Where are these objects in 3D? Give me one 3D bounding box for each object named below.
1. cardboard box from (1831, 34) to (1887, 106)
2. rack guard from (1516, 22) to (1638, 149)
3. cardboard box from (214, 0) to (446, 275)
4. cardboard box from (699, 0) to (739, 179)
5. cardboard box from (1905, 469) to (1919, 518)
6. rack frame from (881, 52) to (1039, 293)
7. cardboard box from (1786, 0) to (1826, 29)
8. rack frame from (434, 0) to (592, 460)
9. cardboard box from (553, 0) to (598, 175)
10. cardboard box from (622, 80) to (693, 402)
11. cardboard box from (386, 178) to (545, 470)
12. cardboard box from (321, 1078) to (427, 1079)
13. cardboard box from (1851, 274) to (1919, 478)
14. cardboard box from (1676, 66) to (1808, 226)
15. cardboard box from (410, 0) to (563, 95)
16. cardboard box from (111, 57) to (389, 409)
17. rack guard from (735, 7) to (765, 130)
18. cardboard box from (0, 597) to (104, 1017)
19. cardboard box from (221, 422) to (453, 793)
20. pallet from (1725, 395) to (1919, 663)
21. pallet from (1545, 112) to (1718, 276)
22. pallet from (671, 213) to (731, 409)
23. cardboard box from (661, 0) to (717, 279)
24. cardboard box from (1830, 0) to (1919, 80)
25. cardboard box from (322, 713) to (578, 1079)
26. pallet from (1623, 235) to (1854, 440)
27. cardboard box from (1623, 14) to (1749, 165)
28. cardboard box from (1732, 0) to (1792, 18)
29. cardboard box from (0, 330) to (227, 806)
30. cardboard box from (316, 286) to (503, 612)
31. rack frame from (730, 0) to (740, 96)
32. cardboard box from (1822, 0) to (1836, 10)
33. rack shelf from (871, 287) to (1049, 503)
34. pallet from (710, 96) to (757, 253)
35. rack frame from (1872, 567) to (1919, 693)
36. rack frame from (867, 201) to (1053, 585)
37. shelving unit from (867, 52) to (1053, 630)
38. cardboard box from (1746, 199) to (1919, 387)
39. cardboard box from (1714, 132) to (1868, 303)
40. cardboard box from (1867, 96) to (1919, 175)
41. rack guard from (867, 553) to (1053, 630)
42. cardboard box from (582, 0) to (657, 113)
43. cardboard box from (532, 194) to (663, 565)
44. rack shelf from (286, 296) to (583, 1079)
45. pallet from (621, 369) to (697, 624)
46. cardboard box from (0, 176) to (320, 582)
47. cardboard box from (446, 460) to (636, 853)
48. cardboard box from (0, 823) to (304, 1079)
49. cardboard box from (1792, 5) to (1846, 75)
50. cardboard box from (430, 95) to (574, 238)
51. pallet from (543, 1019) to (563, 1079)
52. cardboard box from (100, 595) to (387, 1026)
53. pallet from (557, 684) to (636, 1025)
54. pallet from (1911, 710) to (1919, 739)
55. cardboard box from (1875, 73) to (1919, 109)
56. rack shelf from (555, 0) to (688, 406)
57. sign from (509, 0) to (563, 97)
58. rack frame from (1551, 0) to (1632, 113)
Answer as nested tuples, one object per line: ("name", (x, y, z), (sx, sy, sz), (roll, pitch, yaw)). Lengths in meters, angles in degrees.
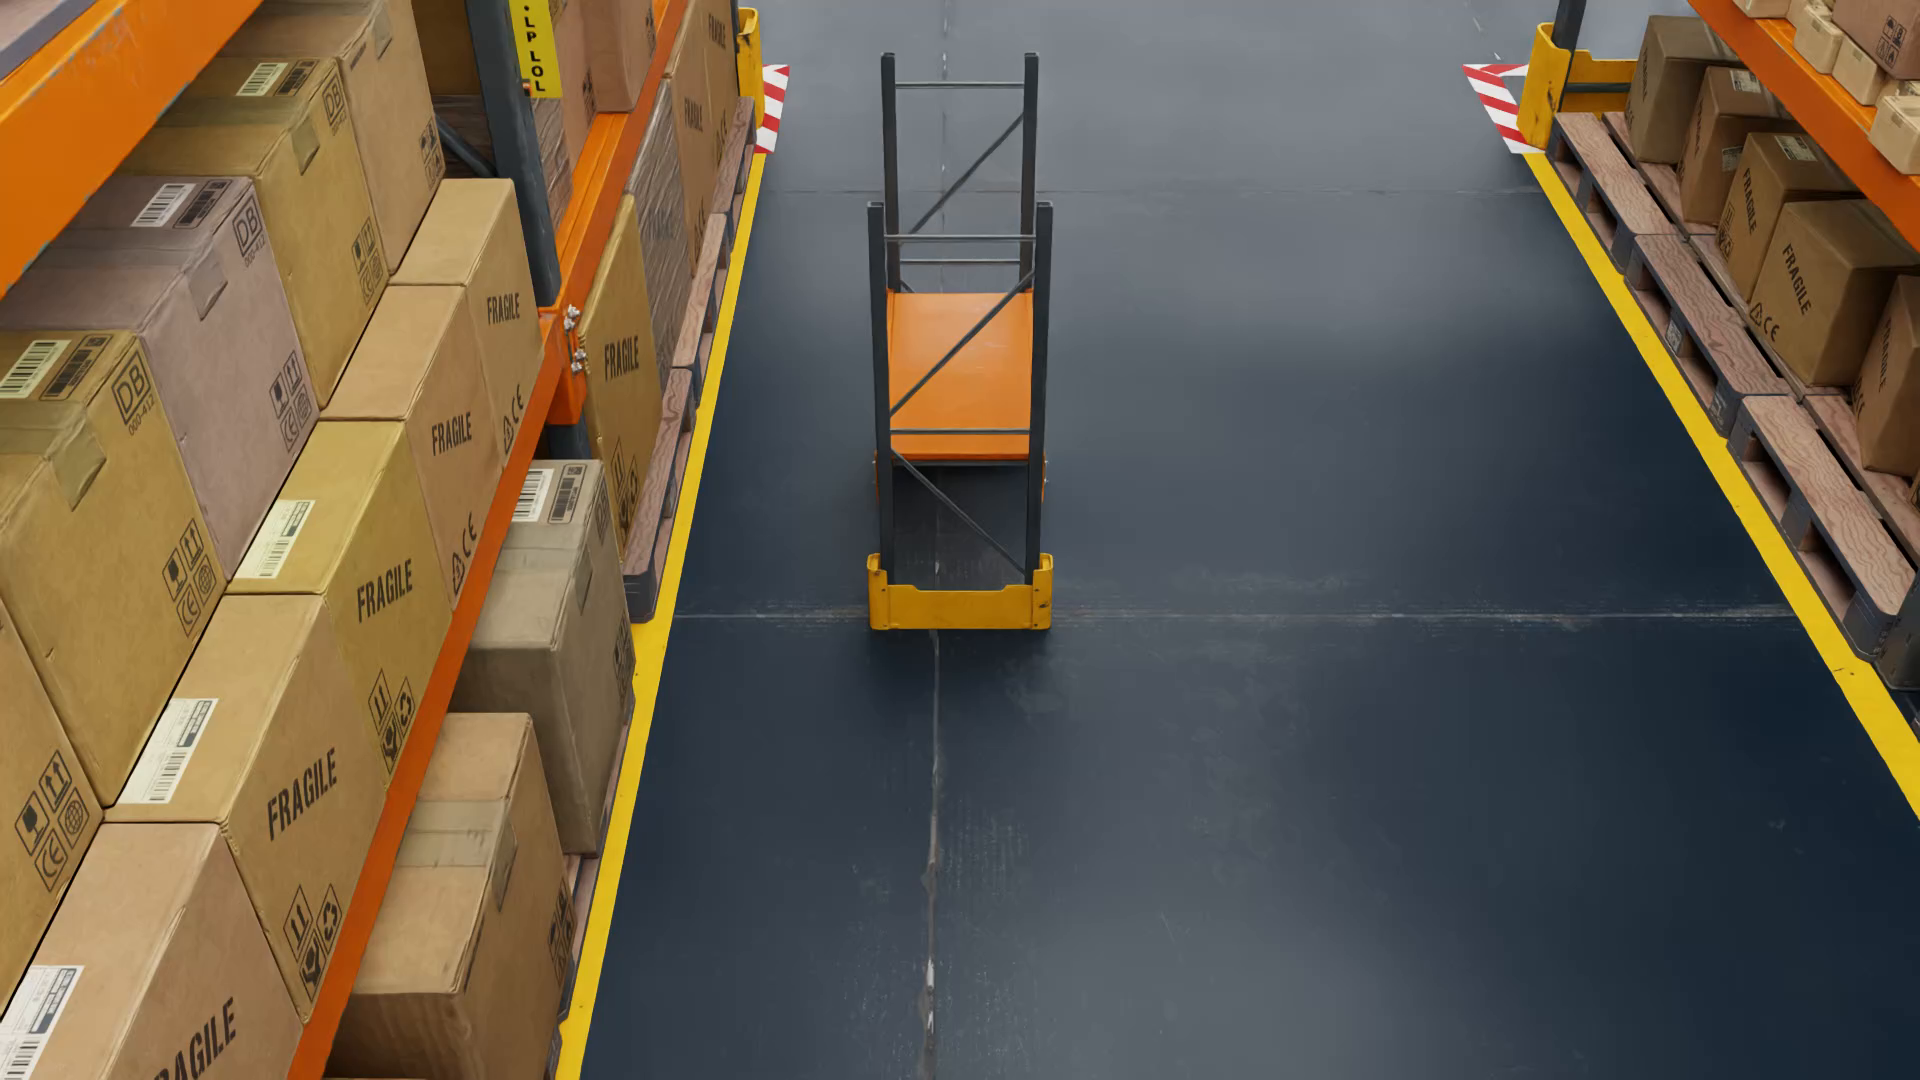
("cardboard box", (3.138, -1.555, 5.493), (0.380, 0.149, 0.250), (0, 39, 0))
("rack guard", (3.379, -2.215, 8.115), (1.175, 0.500, 0.348), (0, 39, 0))
("cardboard box", (-1.570, -0.915, 3.614), (0.700, 0.500, 0.500), (-1, 39, -1))
("cardboard box", (-1.514, -2.209, 7.471), (0.875, 0.875, 0.875), (0, 39, 0))
("cardboard box", (3.424, -0.176, 5.234), (0.500, 0.500, 0.500), (-1, 39, -1))
("rack frame", (-0.001, -0.956, 5.744), (0.500, 1.500, 0.032), (0, 39, 0))
("cardboard box", (3.179, -1.868, 5.883), (0.380, 0.149, 0.250), (0, 39, 0))
("rack frame", (-1.576, -0.797, 4.345), (1.000, 3.000, 0.127), (0, 39, 0))
("cardboard box", (-1.612, -1.430, 5.016), (0.875, 0.550, 0.550), (0, 39, 0))
("cardboard box", (-1.512, -1.088, 6.073), (0.875, 0.875, 0.875), (0, 39, 0))
("cardboard box", (-1.308, -0.510, 3.907), (0.500, 0.500, 0.500), (0, 39, 0))
("cardboard box", (-1.487, 1.491, 2.954), (1.050, 0.750, 0.750), (1, 39, 1))
("cardboard box", (3.415, -0.534, 5.681), (0.500, 0.500, 0.500), (12, 40, 14))
("cardboard box", (3.398, -1.663, 7.089), (0.500, 0.500, 0.500), (10, 40, 12))
("cardboard box", (-1.542, -1.507, 4.249), (0.875, 0.550, 0.550), (0, 39, 0))
("cardboard box", (-1.567, -0.594, 3.213), (0.700, 0.500, 0.500), (-1, 39, -1))
("rack guard", (-1.581, -2.338, 8.267), (1.175, 0.500, 0.348), (0, 39, 0))
("cardboard box", (-1.567, 0.358, 2.025), (0.700, 0.500, 0.500), (-1, 39, -1))
("cardboard box", (-1.307, 0.122, 3.119), (0.500, 0.500, 0.500), (0, 39, 0))
("pallet", (3.348, -0.069, 5.667), (1.003, 0.211, 1.213), (0, 39, 0))
("pallet", (3.345, -1.595, 7.571), (1.003, 0.211, 1.213), (0, 39, 0))
("pallet", (-1.503, -0.949, 6.765), (1.003, 0.211, 1.213), (0, 39, 0))
("cardboard box", (-1.511, -1.659, 6.784), (0.875, 0.875, 0.875), (-1, 39, -1))
("cardboard box", (3.379, -1.799, 5.278), (0.875, 0.500, 0.500), (0, 39, 0))
("cardboard box", (-1.488, 0.909, 3.681), (1.050, 0.750, 0.750), (0, 39, 0))
("pallet", (3.344, -0.834, 6.622), (1.003, 0.211, 1.213), (0, 39, 0))
("cardboard box", (3.363, -2.036, 7.555), (0.500, 0.500, 0.500), (7, 39, 8))
("cardboard box", (3.046, -2.024, 6.078), (0.380, 0.149, 0.250), (0, 39, 0))
("cardboard box", (-1.568, 0.038, 2.424), (0.700, 0.500, 0.500), (0, 39, 0))
("cardboard box", (-1.308, -0.194, 3.513), (0.500, 0.500, 0.500), (0, 39, -1))
("rack frame", (-1.581, -3.298, 7.467), (1.000, 3.000, 0.127), (0, 39, 0))
("cardboard box", (3.419, -2.112, 5.668), (0.875, 0.500, 0.500), (0, 39, 0))
("rack shelf", (0.000, -0.498, 5.460), (0.538, 0.185, 1.000), (0, 39, 0))
("pallet", (-1.502, -1.710, 7.715), (1.003, 0.211, 1.213), (0, 39, 0))
("rack frame", (3.384, -0.737, 4.271), (1.000, 3.000, 0.127), (0, 39, 0))
("rack frame", (0.000, -0.321, 4.951), (0.500, 1.500, 0.032), (0, 39, 0))
("shelving unit", (0.000, -0.633, 5.340), (0.587, 1.500, 1.083), (0, 39, 0))
("cardboard box", (3.336, -0.922, 6.165), (0.500, 0.500, 0.500), (-3, 39, -4))
("cardboard box", (3.380, -1.271, 6.601), (0.500, 0.500, 0.500), (3, 39, 4))
("cardboard box", (3.047, -1.242, 5.102), (0.380, 0.149, 0.250), (0, 39, 0))
("rack guard", (0.000, 0.166, 5.343), (0.587, 0.250, 0.087), (0, 39, 0))
("cardboard box", (-1.495, -1.768, 5.437), (0.875, 0.550, 0.550), (0, 39, 0))
("cardboard box", (-1.507, -0.525, 5.369), (0.875, 0.875, 0.875), (1, 39, 1))
("rack shelf", (-1.574, 0.735, 3.010), (1.077, 0.370, 4.000), (0, 39, 0))
("pallet", (-1.499, -0.184, 5.811), (1.003, 0.211, 1.213), (0, 39, 0))
("cardboard box", (-1.567, -0.278, 2.818), (0.700, 0.500, 0.500), (0, 39, 0))
("cardboard box", (-1.485, 0.305, 4.433), (1.050, 0.750, 0.750), (0, 39, 0))
("cardboard box", (-1.306, 0.751, 2.334), (0.500, 0.500, 0.500), (0, 39, 0))
("cardboard box", (3.103, -1.711, 5.688), (0.380, 0.149, 0.250), (0, 39, 0))
("cardboard box", (-1.588, -1.086, 4.586), (0.875, 0.550, 0.550), (0, 39, 0))
("pallet", (-1.496, 1.539, 3.661), (1.003, 0.211, 1.213), (0, 39, 0))
("cardboard box", (-1.304, 0.440, 2.722), (0.500, 0.500, 0.500), (0, 39, -1))
("pallet", (-1.500, 0.774, 4.615), (1.003, 0.211, 1.213), (0, 39, 0))
("pallet", (3.386, 0.838, 4.536), (1.003, 0.211, 1.213), (0, 39, 0))
("cardboard box", (3.179, -1.399, 5.298), (0.380, 0.149, 0.250), (0, 39, 0))
("rack shelf", (-1.578, -1.767, 6.131), (1.077, 0.370, 4.000), (0, 39, 0))
("sign", (-1.033, -1.224, 4.016), (0.100, 0.325, 0.005), (0, 39, 0))
("rack frame", (3.379, -3.238, 7.392), (1.000, 3.000, 0.127), (0, 39, 0))
